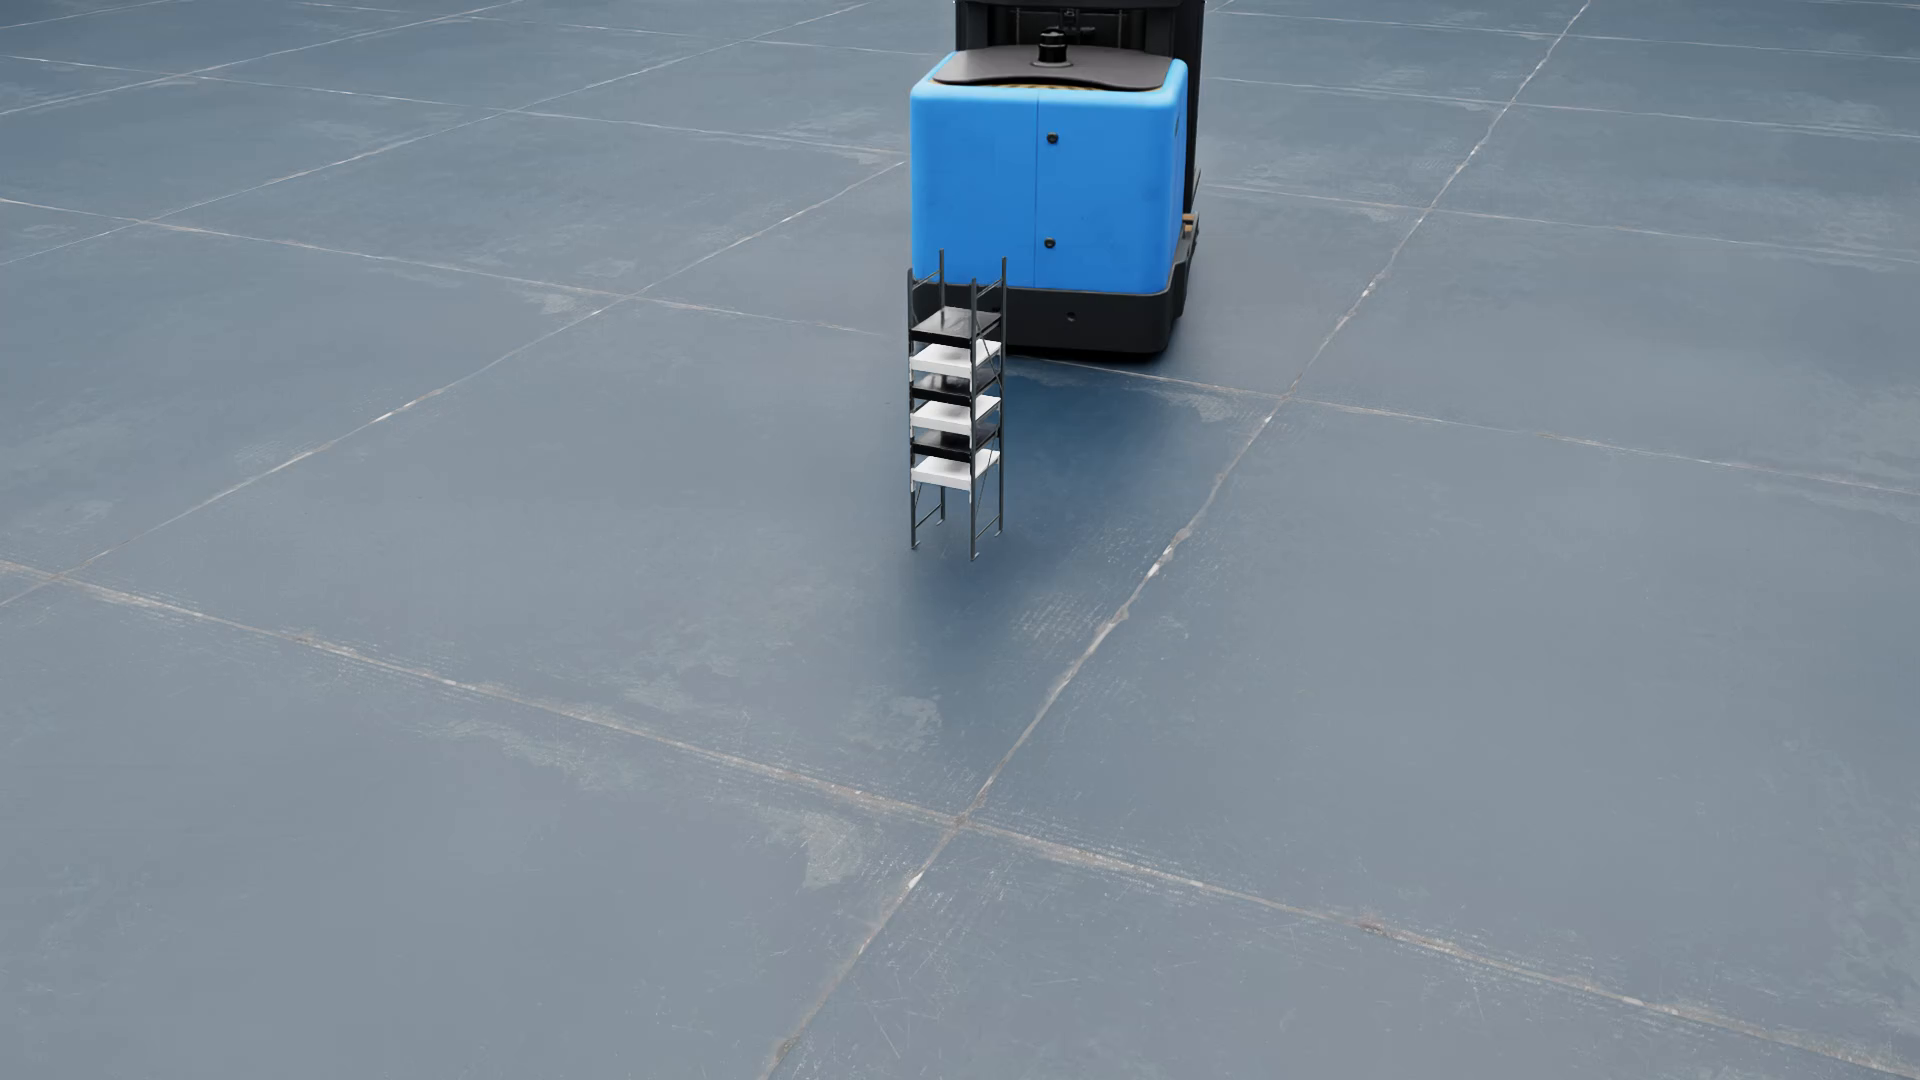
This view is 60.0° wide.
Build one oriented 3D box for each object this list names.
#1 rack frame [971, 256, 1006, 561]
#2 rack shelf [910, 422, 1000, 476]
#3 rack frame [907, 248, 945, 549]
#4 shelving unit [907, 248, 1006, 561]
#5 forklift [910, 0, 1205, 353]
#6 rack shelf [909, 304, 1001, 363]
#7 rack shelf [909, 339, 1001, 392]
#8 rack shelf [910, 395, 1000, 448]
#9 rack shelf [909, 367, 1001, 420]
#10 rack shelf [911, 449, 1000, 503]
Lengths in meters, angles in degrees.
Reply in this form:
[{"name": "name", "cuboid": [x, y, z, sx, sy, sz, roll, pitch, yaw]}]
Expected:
[{"name": "rack frame", "cuboid": [0.085, -0.387, 5.016, 0.006, 0.900, 0.240, 11, 28, 22]}, {"name": "rack shelf", "cuboid": [-0.007, -0.295, 5.109, 0.200, 0.077, 0.258, 11, 28, 22]}, {"name": "rack frame", "cuboid": [-0.100, -0.424, 5.092, 0.006, 0.900, 0.240, 11, 28, 22]}, {"name": "shelving unit", "cuboid": [-0.007, -0.405, 5.054, 0.210, 0.900, 0.258, 11, 28, 22]}, {"name": "forklift", "cuboid": [0.568, -2.682, 7.380, 1.130, 2.935, 3.031, 5, 27, 9]}, {"name": "rack shelf", "cuboid": [-0.007, -0.618, 4.950, 0.200, 0.077, 0.258, 11, 28, 22]}, {"name": "rack shelf", "cuboid": [-0.007, -0.537, 4.989, 0.200, 0.077, 0.258, 11, 28, 22]}, {"name": "rack shelf", "cuboid": [-0.007, -0.375, 5.069, 0.200, 0.077, 0.258, 11, 28, 22]}, {"name": "rack shelf", "cuboid": [-0.007, -0.456, 5.029, 0.200, 0.077, 0.258, 11, 28, 22]}, {"name": "rack shelf", "cuboid": [-0.007, -0.214, 5.148, 0.200, 0.077, 0.258, 11, 28, 22]}]
